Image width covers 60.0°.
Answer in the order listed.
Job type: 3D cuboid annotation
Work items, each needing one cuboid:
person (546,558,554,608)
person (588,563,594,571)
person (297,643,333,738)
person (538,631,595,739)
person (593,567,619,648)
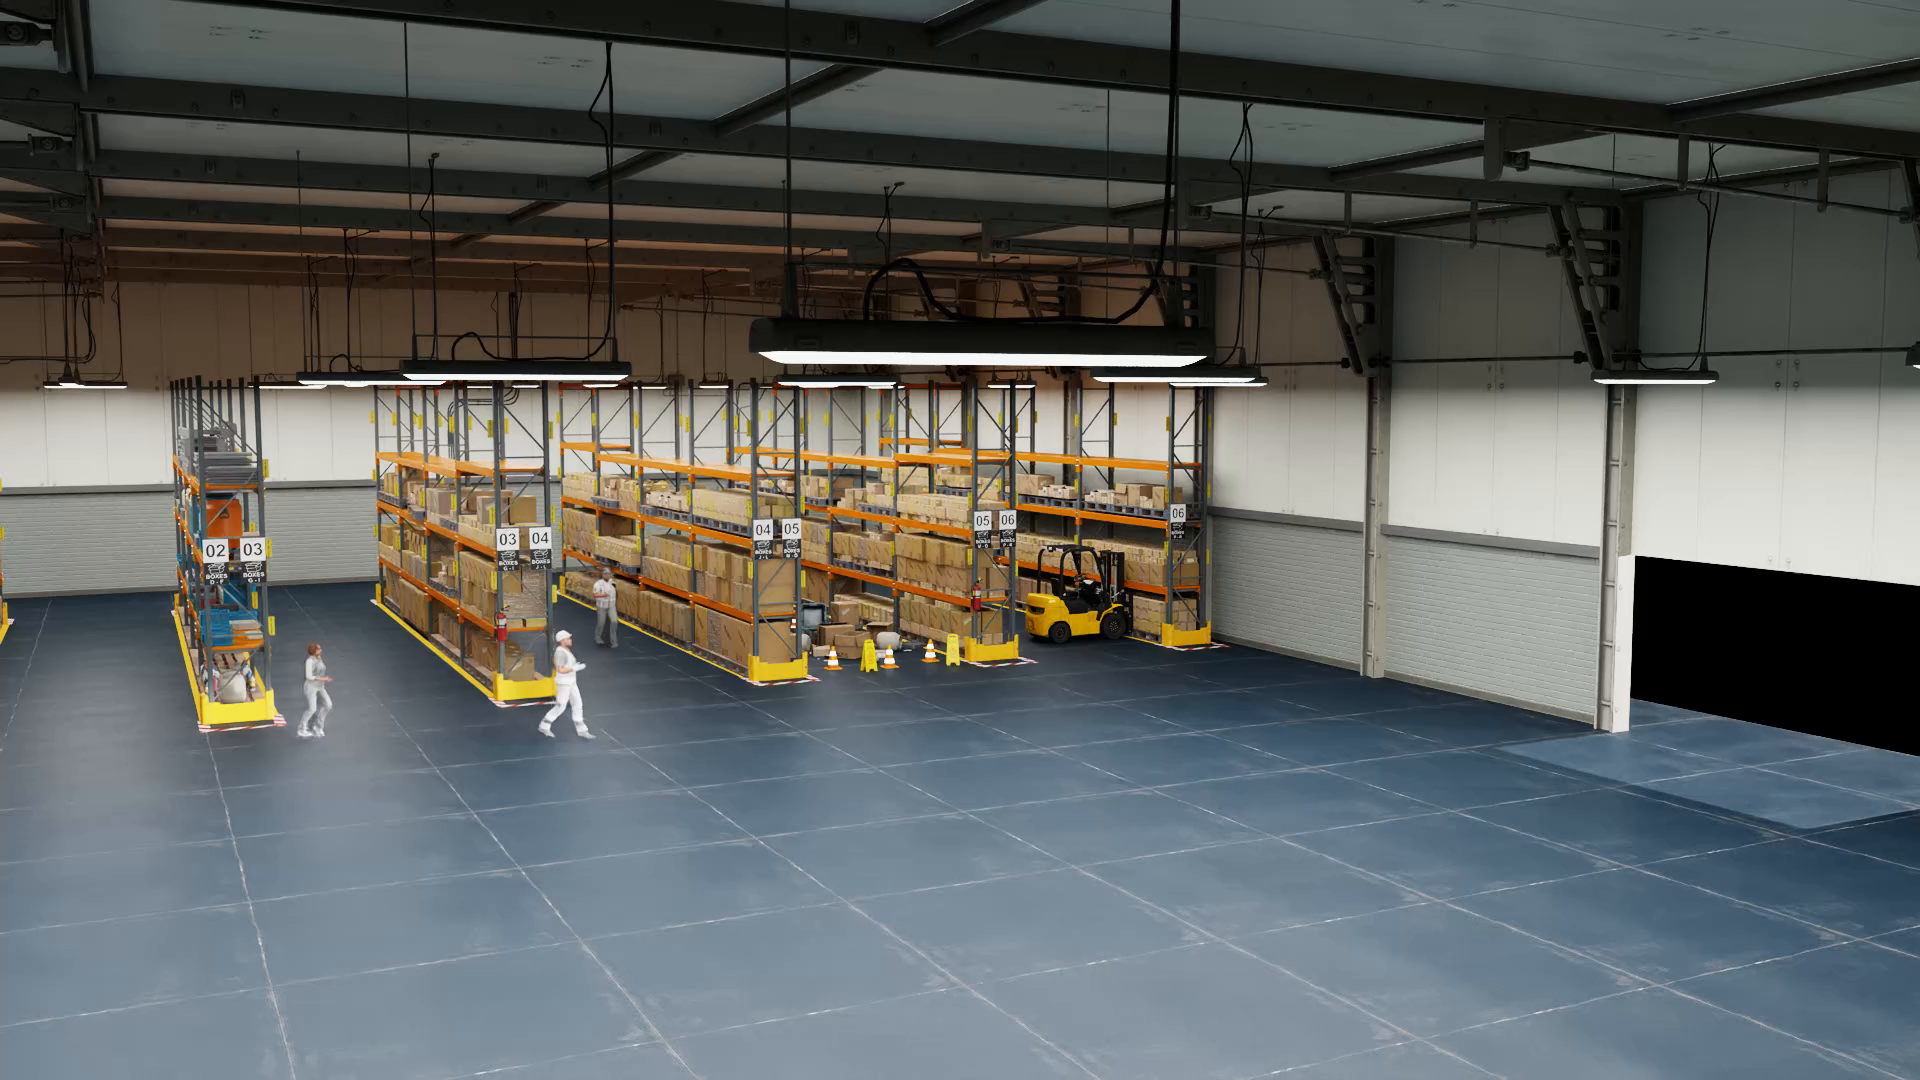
[{"bbox_3d":[-11.123,0.943,44.263,0.672,1.735,0.904,-2,6,-26],"label":"person"},{"bbox_3d":[-10.703,0.509,49.060,0.587,1.709,0.761,3,6,30],"label":"person"},{"bbox_3d":[-10.639,2.500,27.479,0.668,1.630,0.553,1,5,9],"label":"person"},{"bbox_3d":[-6.469,2.383,27.241,0.914,1.809,0.629,0,5,3],"label":"person"},{"bbox_3d":[-7.977,1.517,37.442,0.603,1.833,0.866,-3,6,-31],"label":"person"}]
